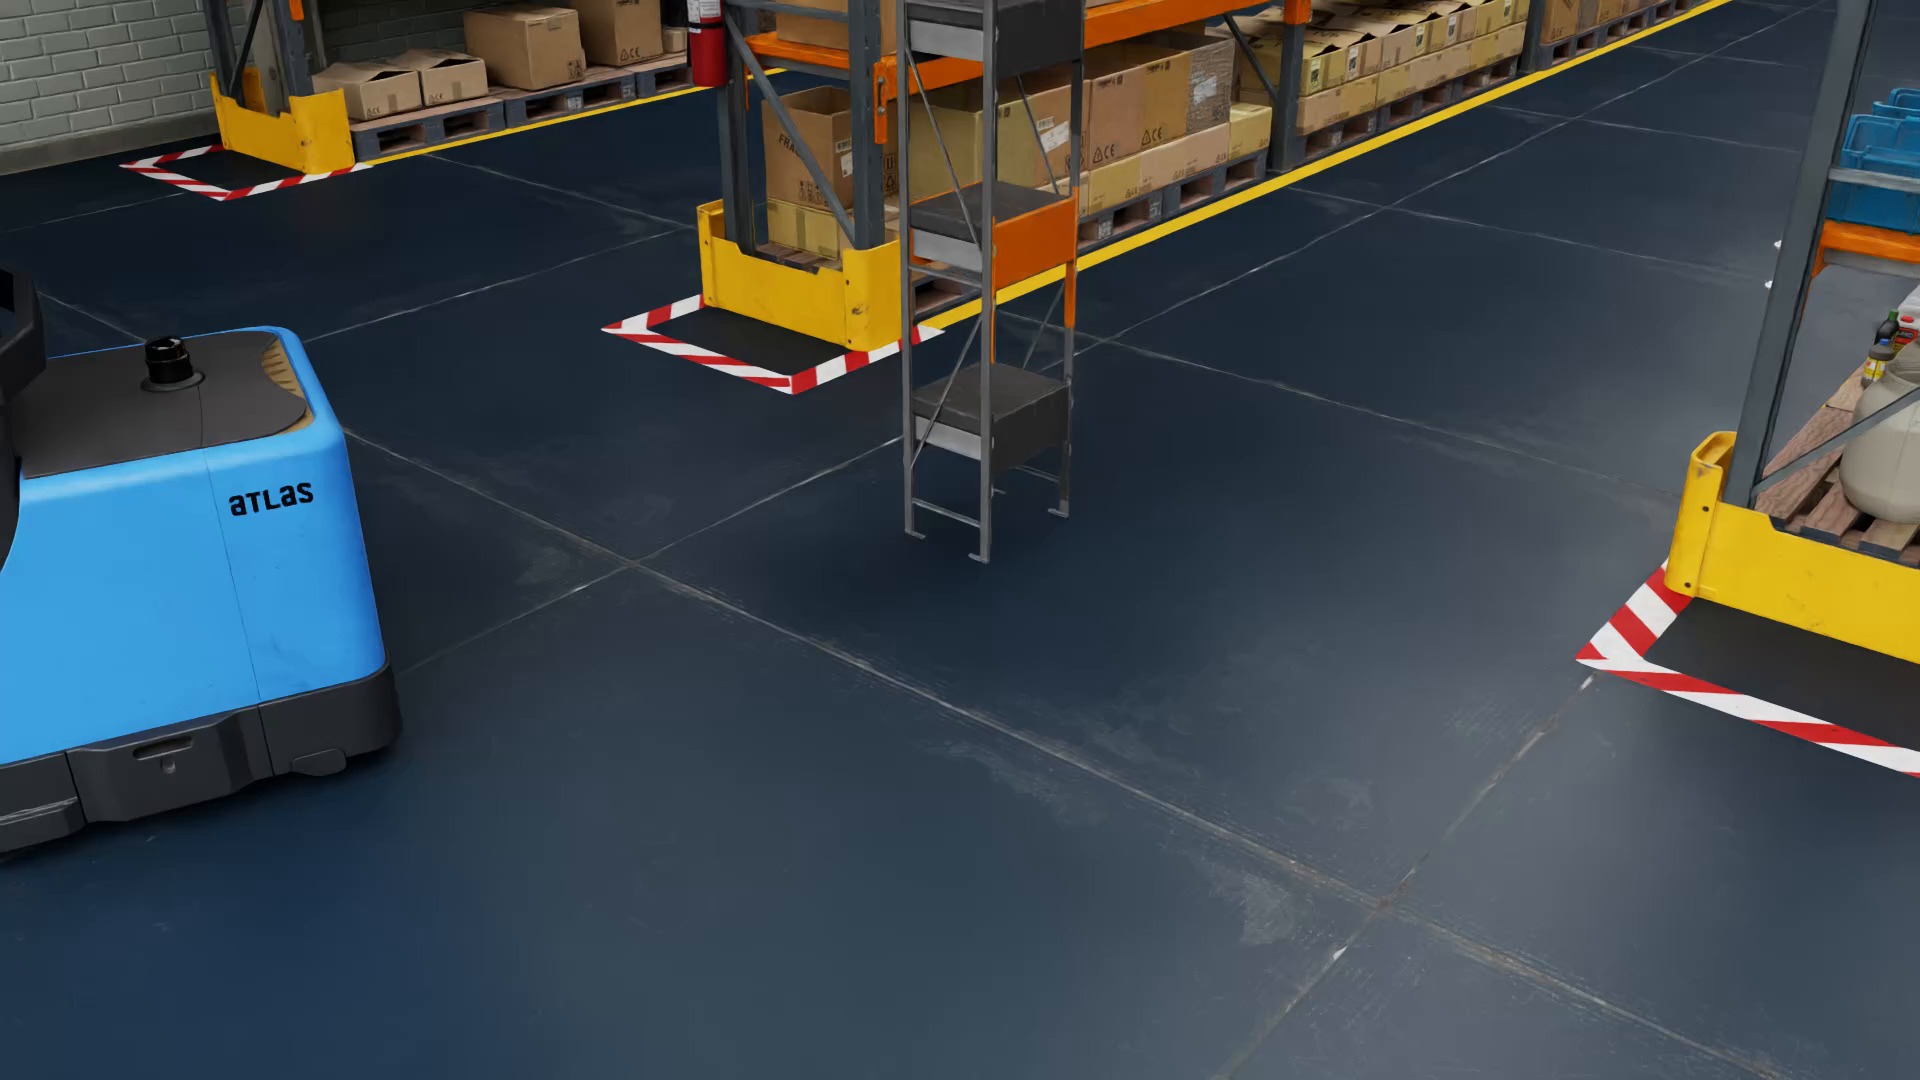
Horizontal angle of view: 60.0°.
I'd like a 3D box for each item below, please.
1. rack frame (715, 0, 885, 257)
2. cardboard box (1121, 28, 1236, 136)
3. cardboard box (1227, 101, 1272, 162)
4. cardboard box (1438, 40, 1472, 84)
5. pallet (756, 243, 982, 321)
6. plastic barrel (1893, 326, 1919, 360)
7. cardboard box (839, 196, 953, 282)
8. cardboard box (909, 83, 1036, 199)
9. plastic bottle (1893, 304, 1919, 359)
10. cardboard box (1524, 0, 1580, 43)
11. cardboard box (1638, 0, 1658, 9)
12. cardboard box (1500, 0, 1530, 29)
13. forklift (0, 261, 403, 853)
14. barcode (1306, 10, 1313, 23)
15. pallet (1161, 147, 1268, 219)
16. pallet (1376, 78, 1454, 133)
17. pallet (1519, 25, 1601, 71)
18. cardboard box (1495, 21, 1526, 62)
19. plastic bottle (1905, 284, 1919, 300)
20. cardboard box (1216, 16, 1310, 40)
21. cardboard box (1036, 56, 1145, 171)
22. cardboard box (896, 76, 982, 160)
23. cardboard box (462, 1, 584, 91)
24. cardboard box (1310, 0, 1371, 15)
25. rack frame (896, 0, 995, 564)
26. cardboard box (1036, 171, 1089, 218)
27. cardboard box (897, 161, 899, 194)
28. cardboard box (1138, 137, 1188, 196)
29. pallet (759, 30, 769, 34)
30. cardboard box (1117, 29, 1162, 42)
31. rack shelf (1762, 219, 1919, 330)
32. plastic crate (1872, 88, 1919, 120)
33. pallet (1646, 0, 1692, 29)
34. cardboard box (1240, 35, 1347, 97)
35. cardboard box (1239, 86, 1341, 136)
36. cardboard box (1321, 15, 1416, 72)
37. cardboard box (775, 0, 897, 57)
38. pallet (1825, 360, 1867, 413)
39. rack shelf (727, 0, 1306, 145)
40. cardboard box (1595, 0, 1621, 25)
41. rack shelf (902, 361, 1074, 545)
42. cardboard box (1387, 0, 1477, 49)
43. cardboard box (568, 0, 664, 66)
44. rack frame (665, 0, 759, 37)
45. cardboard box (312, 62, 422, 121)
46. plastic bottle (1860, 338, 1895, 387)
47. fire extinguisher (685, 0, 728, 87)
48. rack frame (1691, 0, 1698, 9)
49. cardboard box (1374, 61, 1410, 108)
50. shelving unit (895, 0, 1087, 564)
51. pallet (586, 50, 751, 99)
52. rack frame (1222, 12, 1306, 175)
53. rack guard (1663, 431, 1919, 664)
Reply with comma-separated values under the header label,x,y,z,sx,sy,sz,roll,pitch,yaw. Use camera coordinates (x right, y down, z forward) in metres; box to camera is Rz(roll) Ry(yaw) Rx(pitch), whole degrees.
label,x,y,z,sx,sy,sz,roll,pitch,yaw
rack frame,-0.782,-2.465,7.750,1.000,3.000,0.127,21,34,34
cardboard box,1.309,-2.779,10.077,0.500,0.500,0.500,21,34,34
cardboard box,1.636,-2.620,10.586,0.500,0.250,0.500,21,34,34
cardboard box,3.513,-3.648,12.572,0.500,0.250,0.500,22,34,36
pallet,-0.328,-1.510,8.939,1.003,0.211,1.213,21,34,34
plastic barrel,3.716,-0.531,6.262,0.421,0.512,0.421,0,27,0
cardboard box,-0.269,-1.555,8.527,0.500,0.250,0.500,21,34,34
cardboard box,0.047,-2.066,8.699,0.500,0.500,0.500,21,34,34
plastic bottle,4.049,-0.862,7.138,0.152,0.276,0.135,21,34,35
cardboard box,4.816,-4.464,13.857,0.500,0.500,0.500,22,35,36
cardboard box,6.118,-5.195,15.270,0.500,0.500,0.500,21,34,35
cardboard box,4.163,-4.258,13.141,0.500,0.311,0.500,22,34,36
forklift,-3.221,-0.532,4.088,3.031,2.935,1.130,-13,30,-24
barcode,2.246,-3.364,10.684,0.001,0.075,0.075,21,34,34
pallet,1.224,-2.375,10.611,1.003,0.211,1.213,21,34,34
pallet,2.976,-3.352,12.499,1.003,0.211,1.213,21,34,34
pallet,4.810,-4.316,14.364,1.003,0.211,1.213,21,34,34
cardboard box,4.160,-4.009,13.270,0.500,0.250,0.500,22,34,36
plastic bottle,4.239,-1.005,7.331,0.144,0.351,0.185,22,35,36
cardboard box,2.125,-3.511,11.698,0.500,0.311,0.500,22,34,36
cardboard box,0.687,-2.419,9.382,0.500,0.500,0.500,21,34,34
cardboard box,-0.046,-2.399,9.343,0.500,0.500,0.500,21,34,34
cardboard box,-3.230,-3.663,12.308,0.700,0.500,0.500,18,33,31
cardboard box,2.766,-3.864,12.381,0.500,0.311,0.500,20,34,34
rack frame,-0.050,-0.905,5.714,0.400,2.100,0.015,21,34,34
cardboard box,0.364,-1.911,9.215,0.500,0.250,0.500,21,34,34
cardboard box,-0.360,-1.887,9.169,0.500,0.250,0.500,21,34,34
cardboard box,1.003,-2.264,9.898,0.500,0.250,0.500,21,34,34
pallet,-1.569,-4.368,14.463,1.003,0.211,1.213,21,34,34
cardboard box,0.914,-2.929,10.367,0.500,0.500,0.500,21,34,34
rack shelf,4.310,-1.406,6.485,1.077,0.370,4.000,21,34,34
plastic crate,3.543,-1.443,5.937,0.499,0.251,0.408,21,34,34
pallet,6.362,-5.182,16.036,1.003,0.211,1.213,21,34,34
cardboard box,2.217,-3.171,11.041,0.500,0.311,0.500,21,34,35
cardboard box,2.210,-2.919,11.163,0.500,0.250,0.500,20,33,33
cardboard box,2.868,-3.531,11.736,0.500,0.311,0.500,19,33,33
cardboard box,-0.475,-2.671,8.040,0.700,0.500,0.500,21,34,34
pallet,4.347,-0.535,7.055,1.003,0.211,1.213,21,34,34
rack shelf,0.490,-2.855,9.286,1.077,0.370,4.000,21,34,34
cardboard box,5.468,-4.828,14.560,0.500,0.500,0.500,20,34,34
rack shelf,0.105,-0.357,6.209,0.431,0.518,0.480,21,34,34
cardboard box,3.514,-3.894,12.437,0.500,0.311,0.500,20,34,34
cardboard box,-2.692,-4.035,13.027,0.500,0.500,0.500,18,32,31
rack frame,-2.063,-5.330,13.288,1.000,3.000,0.127,21,34,34
cardboard box,-4.097,-3.132,11.486,0.500,0.311,0.500,17,32,29
plastic bottle,3.868,-0.748,6.998,0.097,0.201,0.097,0,27,0
fire extinguisher,-1.216,-2.524,7.949,0.296,0.674,0.183,21,34,34
rack frame,6.851,-6.720,15.975,1.000,3.000,0.127,21,34,34
cardboard box,2.863,-3.284,11.870,0.500,0.250,0.500,20,33,33
shelving unit,0.105,-0.991,5.881,0.431,2.100,0.503,21,34,34
pallet,-2.463,-3.843,13.448,1.003,0.211,1.213,21,34,34
rack frame,1.762,-3.883,10.492,1.000,3.000,0.127,21,34,34
rack guard,3.050,0.054,5.602,1.175,0.500,0.348,21,34,34
